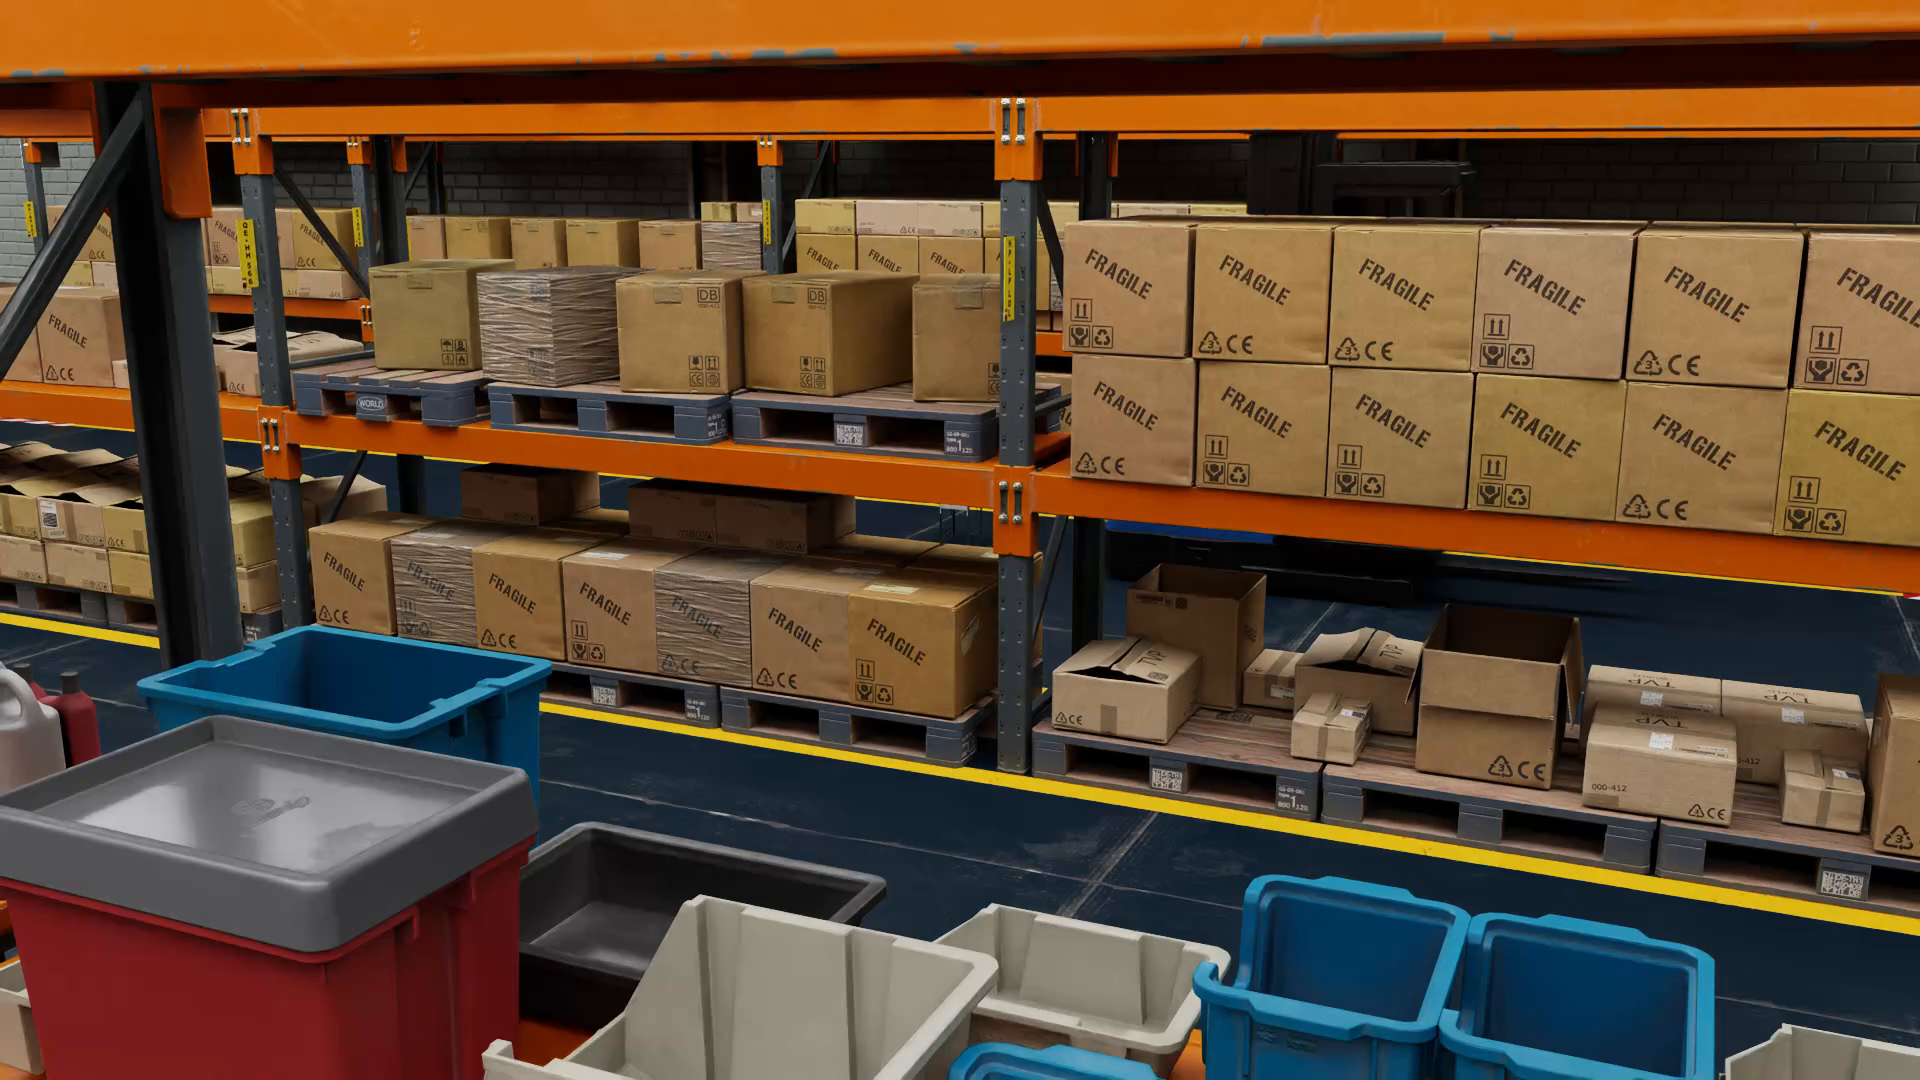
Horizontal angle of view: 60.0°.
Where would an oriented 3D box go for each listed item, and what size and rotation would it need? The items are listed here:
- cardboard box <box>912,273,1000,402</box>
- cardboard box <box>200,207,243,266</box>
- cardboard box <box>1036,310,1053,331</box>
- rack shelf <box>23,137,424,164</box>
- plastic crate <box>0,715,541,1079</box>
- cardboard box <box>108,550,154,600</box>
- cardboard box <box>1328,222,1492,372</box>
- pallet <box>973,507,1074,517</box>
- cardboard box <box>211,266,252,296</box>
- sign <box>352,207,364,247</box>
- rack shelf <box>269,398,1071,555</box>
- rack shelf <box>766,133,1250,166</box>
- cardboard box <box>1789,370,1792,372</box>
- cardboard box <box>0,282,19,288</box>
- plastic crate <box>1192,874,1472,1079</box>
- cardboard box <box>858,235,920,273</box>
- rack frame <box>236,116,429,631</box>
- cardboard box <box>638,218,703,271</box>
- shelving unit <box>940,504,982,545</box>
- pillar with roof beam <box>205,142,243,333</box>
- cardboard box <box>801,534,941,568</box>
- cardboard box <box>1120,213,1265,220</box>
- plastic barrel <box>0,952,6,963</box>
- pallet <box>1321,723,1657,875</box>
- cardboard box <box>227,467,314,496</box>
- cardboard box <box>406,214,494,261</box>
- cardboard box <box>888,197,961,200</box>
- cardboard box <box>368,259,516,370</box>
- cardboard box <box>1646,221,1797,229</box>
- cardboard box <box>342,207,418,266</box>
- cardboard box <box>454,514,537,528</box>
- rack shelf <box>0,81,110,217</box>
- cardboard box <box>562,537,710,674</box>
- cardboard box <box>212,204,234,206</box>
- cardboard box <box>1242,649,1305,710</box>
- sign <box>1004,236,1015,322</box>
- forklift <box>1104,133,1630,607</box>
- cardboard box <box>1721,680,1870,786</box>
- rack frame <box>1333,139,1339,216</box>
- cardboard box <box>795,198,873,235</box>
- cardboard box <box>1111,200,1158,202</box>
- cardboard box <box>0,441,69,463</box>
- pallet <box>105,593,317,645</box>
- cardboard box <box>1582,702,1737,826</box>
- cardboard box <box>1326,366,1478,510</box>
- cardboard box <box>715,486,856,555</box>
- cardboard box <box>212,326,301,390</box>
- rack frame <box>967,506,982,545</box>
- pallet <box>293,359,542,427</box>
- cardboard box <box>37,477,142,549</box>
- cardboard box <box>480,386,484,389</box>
[{"bbox_3d":[0.072,-0.918,7.464,0.500,0.500,0.700,1,13,4],"label":"cardboard box"},{"bbox_3d":[-6.845,-2.773,15.148,0.500,0.500,0.500,6,15,25],"label":"cardboard box"},{"bbox_3d":[0.612,-1.623,12.111,0.250,0.149,0.380,6,15,25],"label":"cardboard box"},{"bbox_3d":[-6.725,-3.645,15.231,4.000,0.370,1.077,6,14,23],"label":"rack shelf"},{"bbox_3d":[-0.880,0.534,2.141,0.583,0.464,0.402,6,14,23],"label":"plastic crate"},{"bbox_3d":[-4.295,0.145,9.172,0.500,0.250,0.500,6,14,23],"label":"cardboard box"},{"bbox_3d":[1.673,-0.912,6.170,0.500,0.500,0.500,5,14,22],"label":"cardboard box"},{"bbox_3d":[0.562,-0.420,12.584,1.213,0.211,1.003,6,14,23],"label":"pallet"},{"bbox_3d":[-6.371,-2.358,15.023,0.500,0.250,0.500,6,14,23],"label":"cardboard box"},{"bbox_3d":[-5.110,-2.657,14.118,0.005,0.325,0.100,6,14,23],"label":"sign"},{"bbox_3d":[-1.414,-0.409,8.009,4.000,0.370,1.077,6,14,23],"label":"rack shelf"},{"bbox_3d":[0.589,-2.905,12.077,4.000,0.370,1.077,6,14,23],"label":"rack shelf"},{"bbox_3d":[3.299,-0.396,6.157,0.500,0.500,0.500,6,14,23],"label":"cardboard box"},{"bbox_3d":[-5.723,-1.240,9.756,0.500,0.500,0.500,7,15,27],"label":"cardboard box"},{"bbox_3d":[0.491,0.641,2.193,0.300,0.233,0.416,6,14,23],"label":"plastic crate"},{"bbox_3d":[-0.424,-2.034,12.444,0.500,0.500,0.500,6,15,25],"label":"cardboard box"},{"bbox_3d":[-3.243,-0.945,8.715,0.127,3.000,1.000,6,14,23],"label":"rack frame"},{"bbox_3d":[-2.195,-2.330,13.437,0.500,0.500,0.700,4,14,18],"label":"cardboard box"},{"bbox_3d":[0.007,-0.437,11.149,0.210,0.900,0.258,6,14,23],"label":"shelving unit"},{"bbox_3d":[-9.307,-4.857,12.257,0.400,9.000,9.100,6,14,23],"label":"pillar with roof beam"},{"bbox_3d":[-0.421,0.285,7.981,0.500,0.500,0.500,6,14,24],"label":"cardboard box"},{"bbox_3d":[0.982,-1.117,7.043,0.500,0.500,0.500,6,14,24],"label":"cardboard box"},{"bbox_3d":[-2.086,1.223,3.151,0.708,0.901,0.600,6,14,23],"label":"plastic barrel"},{"bbox_3d":[2.161,0.959,6.705,1.213,0.211,1.003,6,14,23],"label":"pallet"},{"bbox_3d":[-4.086,-0.240,9.585,0.500,0.311,0.500,5,14,22],"label":"cardboard box"},{"bbox_3d":[-4.445,-2.559,14.410,0.500,0.500,0.700,6,14,23],"label":"cardboard box"},{"bbox_3d":[-0.248,-2.512,12.837,0.500,0.250,0.500,5,14,21],"label":"cardboard box"},{"bbox_3d":[-2.621,-1.163,8.508,0.500,0.500,0.700,1,13,4],"label":"cardboard box"},{"bbox_3d":[2.836,-0.930,6.245,0.500,0.500,0.500,6,14,24],"label":"cardboard box"},{"bbox_3d":[-5.242,-2.739,15.004,0.500,0.500,0.500,5,14,22],"label":"cardboard box"},{"bbox_3d":[-2.293,0.096,8.790,0.500,0.500,0.500,6,15,25],"label":"cardboard box"},{"bbox_3d":[-3.424,-0.836,3.258,4.000,0.370,1.077,6,14,23],"label":"rack shelf"},{"bbox_3d":[-1.526,0.302,7.912,0.500,0.500,0.500,5,14,21],"label":"cardboard box"},{"bbox_3d":[-7.106,-2.927,15.806,0.500,0.500,0.500,5,14,22],"label":"cardboard box"},{"bbox_3d":[1.417,0.615,7.346,0.250,0.149,0.380,6,14,23],"label":"cardboard box"},{"bbox_3d":[0.193,-1.022,6.510,0.005,0.325,0.100,6,14,23],"label":"sign"},{"bbox_3d":[2.450,-1.175,9.846,3.031,2.935,1.130,5,14,20],"label":"forklift"},{"bbox_3d":[3.232,0.764,6.488,0.500,0.250,0.500,6,14,23],"label":"cardboard box"},{"bbox_3d":[2.417,-1.610,11.549,0.127,3.000,1.000,6,14,23],"label":"rack frame"},{"bbox_3d":[-0.903,-2.450,12.573,0.500,0.250,0.500,6,15,25],"label":"cardboard box"},{"bbox_3d":[1.161,-2.367,12.222,0.500,0.250,0.500,5,14,21],"label":"cardboard box"},{"bbox_3d":[-5.935,-0.429,10.390,0.500,0.311,0.500,6,15,25],"label":"cardboard box"},{"bbox_3d":[-3.980,0.328,9.393,1.213,0.211,1.003,6,14,23],"label":"pallet"},{"bbox_3d":[2.618,0.827,6.221,0.500,0.250,0.500,6,14,23],"label":"cardboard box"},{"bbox_3d":[1.696,-0.426,6.284,0.500,0.500,0.500,6,14,23],"label":"cardboard box"},{"bbox_3d":[-0.843,-0.125,8.089,0.500,0.250,0.500,6,14,23],"label":"cardboard box"},{"bbox_3d":[-3.982,-1.025,9.250,0.500,0.311,0.500,6,14,23],"label":"cardboard box"},{"bbox_3d":[0.100,-0.428,11.109,0.006,0.900,0.240,6,14,23],"label":"rack frame"},{"bbox_3d":[-2.595,-0.803,8.532,1.003,0.211,1.213,6,14,23],"label":"pallet"},{"bbox_3d":[-4.760,-0.175,9.305,0.500,0.311,0.500,6,14,23],"label":"cardboard box"},{"bbox_3d":[-4.217,-1.282,14.663,0.500,0.500,0.700,6,15,25],"label":"cardboard box"}]
